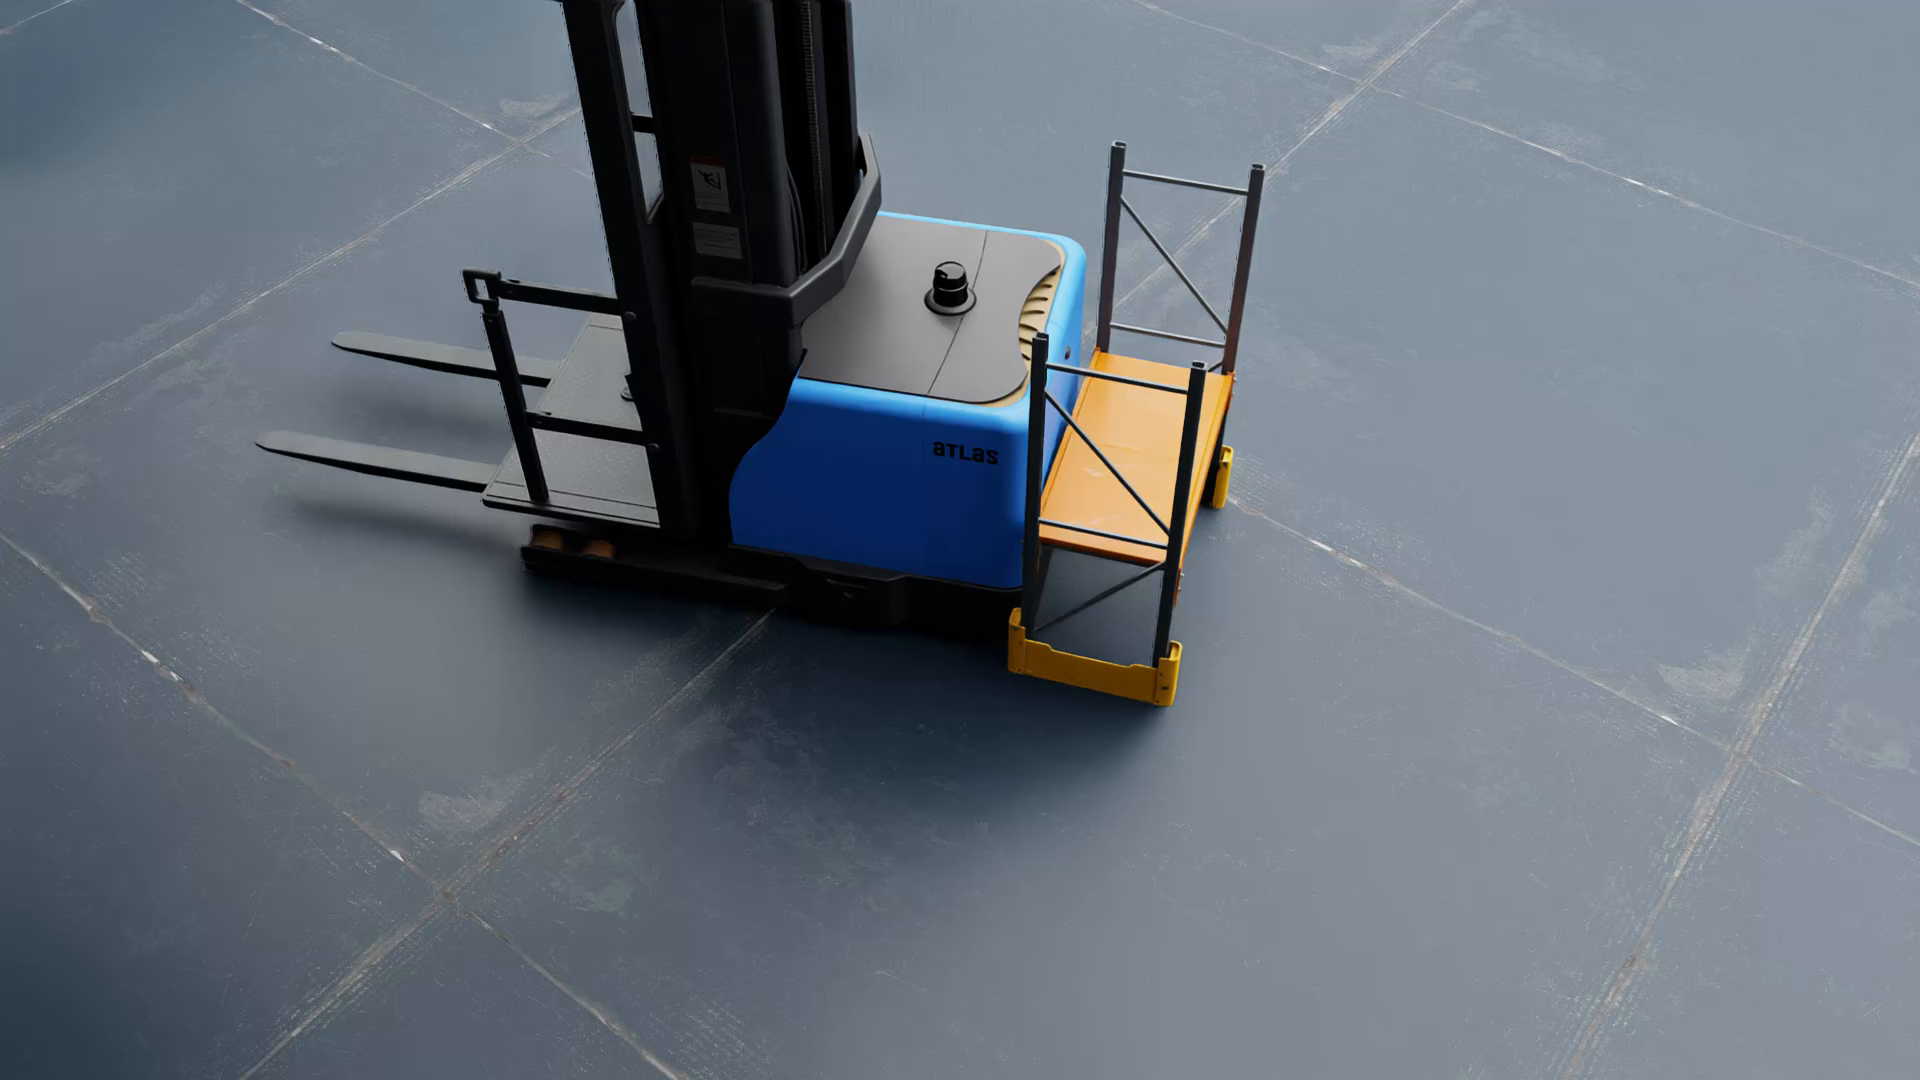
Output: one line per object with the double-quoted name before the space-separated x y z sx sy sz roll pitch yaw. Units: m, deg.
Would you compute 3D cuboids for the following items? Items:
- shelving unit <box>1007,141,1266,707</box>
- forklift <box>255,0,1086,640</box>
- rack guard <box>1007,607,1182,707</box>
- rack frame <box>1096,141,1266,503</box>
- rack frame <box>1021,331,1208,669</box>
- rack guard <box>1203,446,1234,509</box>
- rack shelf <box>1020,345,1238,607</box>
"shelving unit" 0.595 -0.376 5.572 0.587 1.500 1.083 12 48 11
"forklift" -1.120 -1.217 5.386 3.031 2.935 1.130 9 47 9
"rack guard" 0.454 0.401 5.694 0.587 0.250 0.087 12 48 11
"rack frame" 0.736 -0.722 5.903 0.500 1.500 0.032 12 48 11
"rack frame" 0.449 -0.017 5.229 0.500 1.500 0.032 12 48 11
"rack guard" 0.736 -0.289 6.354 0.587 0.250 0.087 12 48 11
"rack shelf" 0.592 -0.245 5.696 0.538 0.185 1.000 12 48 11
